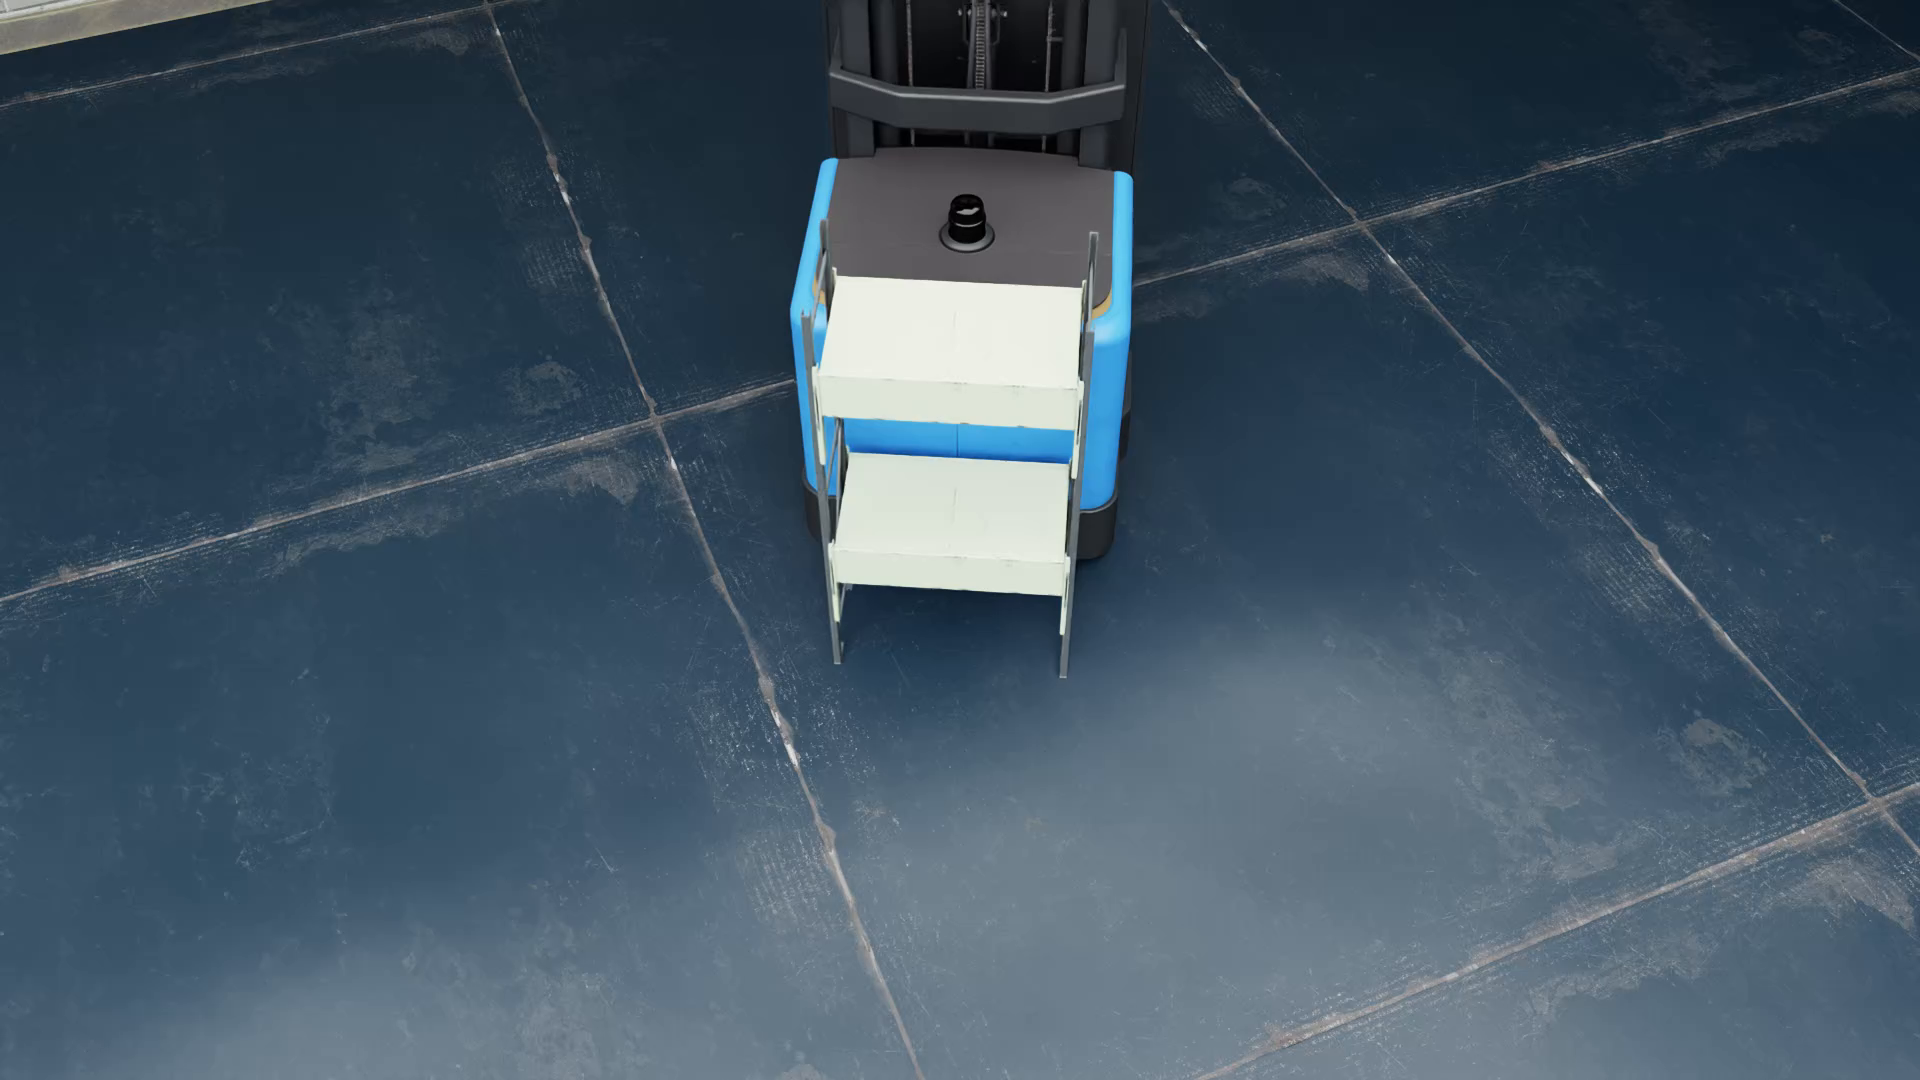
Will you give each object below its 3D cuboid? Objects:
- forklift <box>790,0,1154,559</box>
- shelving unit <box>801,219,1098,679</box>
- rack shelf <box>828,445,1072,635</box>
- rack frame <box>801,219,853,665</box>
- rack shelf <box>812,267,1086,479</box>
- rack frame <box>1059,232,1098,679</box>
[{"bbox_3d":[0.106,-2.012,5.546,1.130,2.935,3.031,3,49,3],"label":"forklift"},{"bbox_3d":[-0.018,-0.213,4.944,0.755,1.500,0.431,3,49,3],"label":"shelving unit"},{"bbox_3d":[-0.018,-0.001,5.192,0.720,0.370,0.431,3,49,3],"label":"rack shelf"},{"bbox_3d":[-0.383,-0.234,4.962,0.023,1.500,0.400,3,49,3],"label":"rack frame"},{"bbox_3d":[-0.018,-0.467,4.648,0.720,0.370,0.431,3,49,3],"label":"rack shelf"},{"bbox_3d":[0.347,-0.192,4.926,0.023,1.500,0.400,3,49,3],"label":"rack frame"}]
